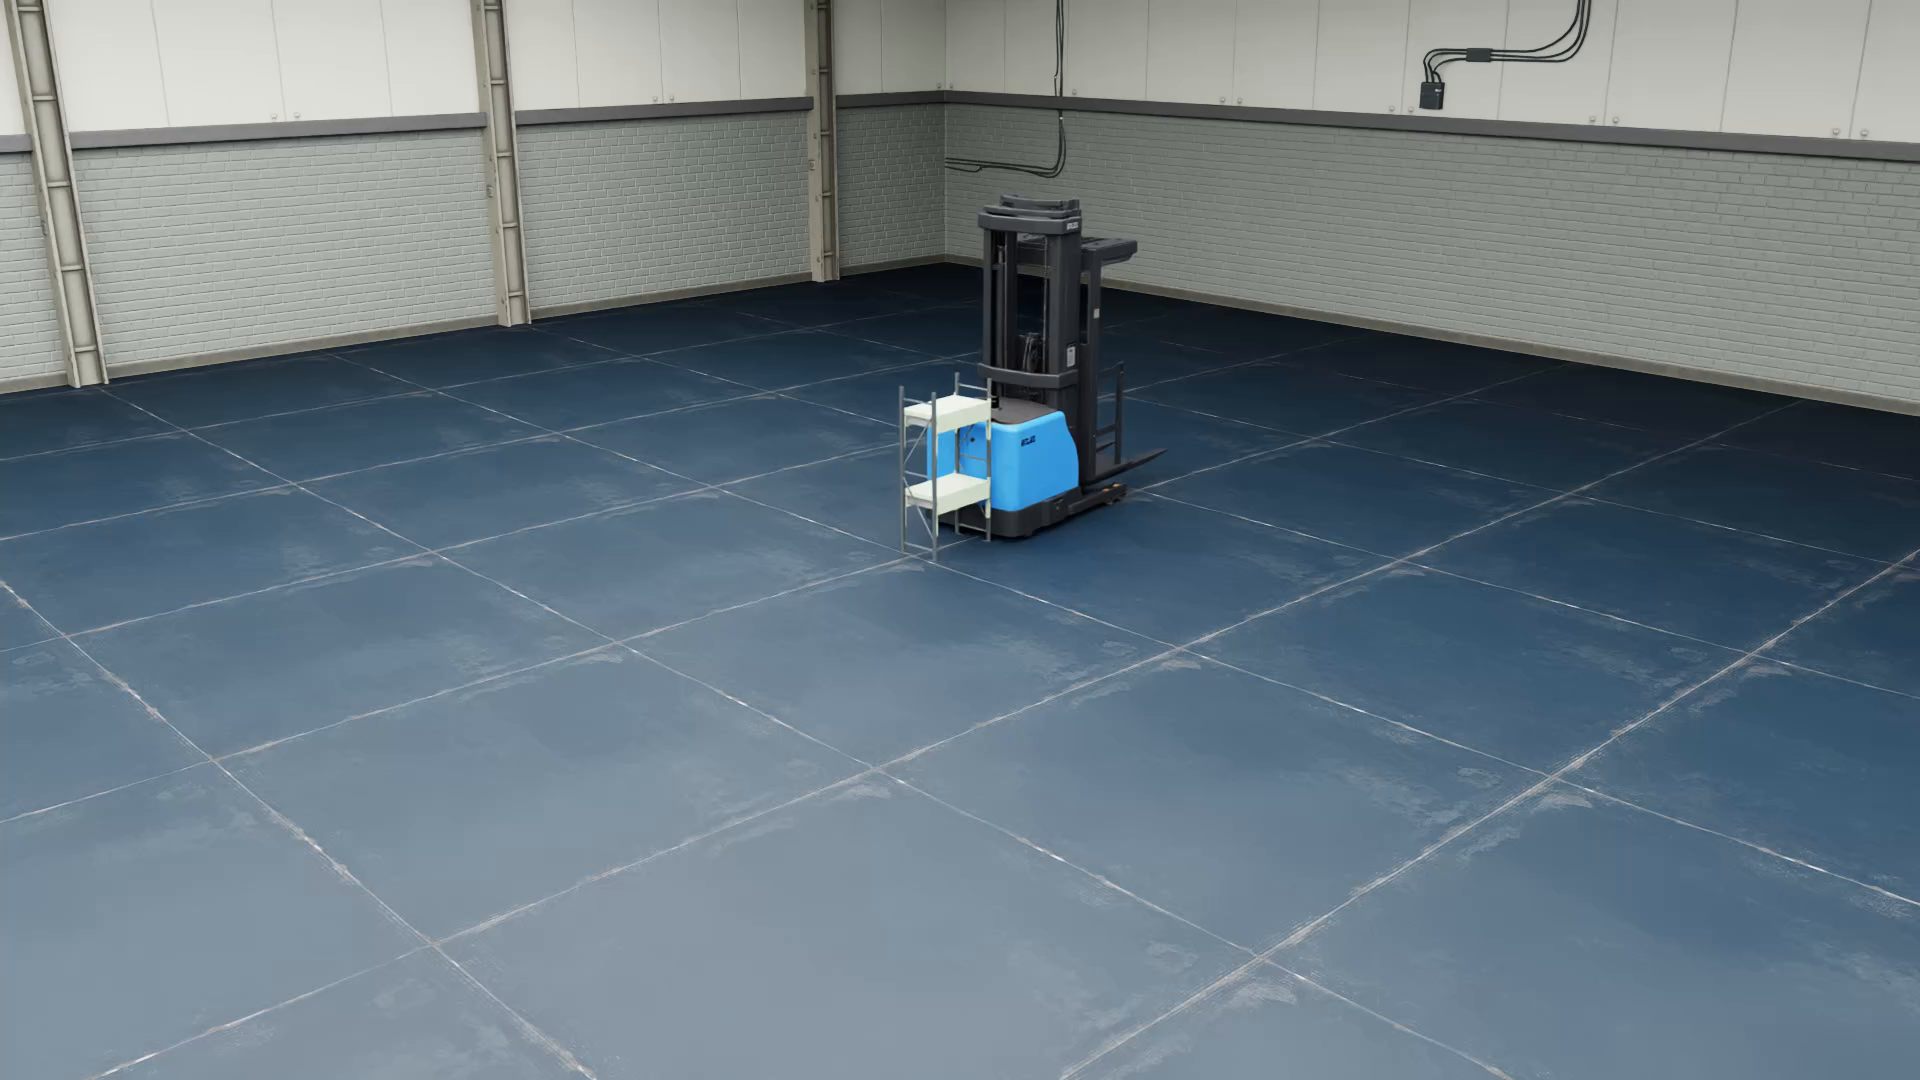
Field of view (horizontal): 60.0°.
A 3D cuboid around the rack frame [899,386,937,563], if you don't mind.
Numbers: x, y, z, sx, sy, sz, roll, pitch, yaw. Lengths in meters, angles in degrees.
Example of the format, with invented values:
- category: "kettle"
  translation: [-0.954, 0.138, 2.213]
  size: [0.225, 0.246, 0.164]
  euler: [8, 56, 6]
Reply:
- category: "rack frame"
  translation: [-0.358, -0.555, 14.265]
  size: [0.400, 1.500, 0.023]
  euler: [15, 23, 38]

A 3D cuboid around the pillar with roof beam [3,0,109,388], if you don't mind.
- category: "pillar with roof beam"
  translation: [-8.104, -5.301, 16.745]
  size: [0.400, 9.000, 9.100]
  euler: [-16, 24, -41]

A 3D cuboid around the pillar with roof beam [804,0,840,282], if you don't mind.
- category: "pillar with roof beam"
  translation: [0.615, -7.844, 24.588]
  size: [0.400, 9.000, 9.100]
  euler: [-16, 24, -41]

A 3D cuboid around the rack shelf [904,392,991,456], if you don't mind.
- category: "rack shelf"
  translation: [-0.121, -1.012, 14.410]
  size: [0.431, 0.370, 0.720]
  euler: [15, 23, 38]

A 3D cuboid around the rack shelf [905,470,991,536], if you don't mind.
- category: "rack shelf"
  translation: [-0.121, -0.331, 14.631]
  size: [0.431, 0.370, 0.720]
  euler: [15, 23, 38]

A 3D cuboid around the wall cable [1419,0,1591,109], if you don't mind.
- category: "wall cable"
  translation: [7.218, -8.624, 21.478]
  size: [0.169, 6.003, 2.305]
  euler: [-16, 24, -41]

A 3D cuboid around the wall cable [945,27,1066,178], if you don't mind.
- category: "wall cable"
  translation: [0.707, -7.660, 29.054]
  size: [0.112, 2.526, 3.097]
  euler: [-16, 24, -41]

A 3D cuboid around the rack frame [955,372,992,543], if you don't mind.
- category: "rack frame"
  translation: [0.115, -0.727, 14.796]
  size: [0.400, 1.500, 0.023]
  euler: [15, 23, 38]

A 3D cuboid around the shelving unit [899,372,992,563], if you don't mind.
- category: "shelving unit"
  translation: [-0.121, -0.641, 14.531]
  size: [0.431, 1.500, 0.755]
  euler: [15, 23, 38]

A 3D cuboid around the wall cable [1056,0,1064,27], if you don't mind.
- category: "wall cable"
  translation: [2.565, -9.456, 26.405]
  size: [0.112, 2.526, 3.097]
  euler: [-16, 24, -41]

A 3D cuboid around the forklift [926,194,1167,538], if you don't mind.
- category: "forklift"
  translation: [0.967, -1.809, 15.811]
  size: [1.130, 2.935, 3.031]
  euler: [13, 22, 35]

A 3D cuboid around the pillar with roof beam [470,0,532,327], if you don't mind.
- category: "pillar with roof beam"
  translation: [-3.744, -6.573, 20.666]
  size: [0.400, 9.000, 9.100]
  euler: [-16, 24, -41]
